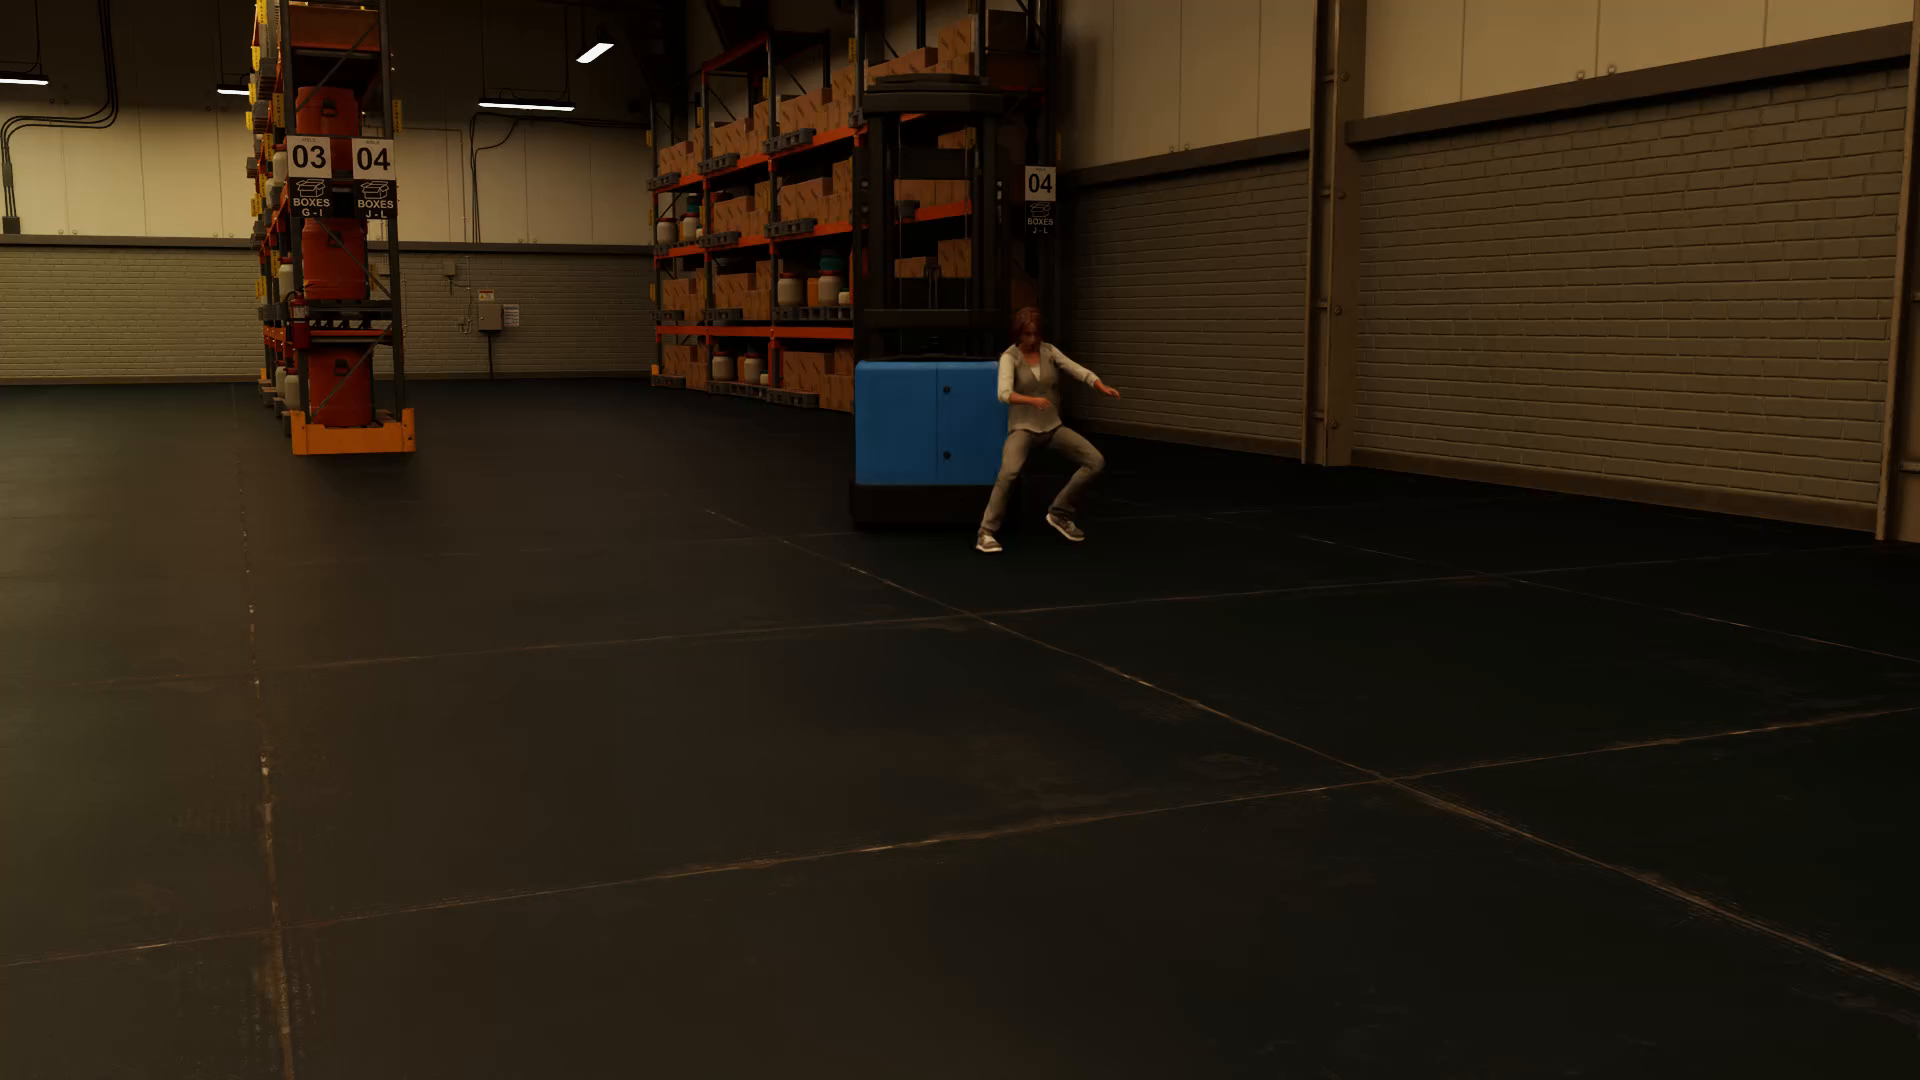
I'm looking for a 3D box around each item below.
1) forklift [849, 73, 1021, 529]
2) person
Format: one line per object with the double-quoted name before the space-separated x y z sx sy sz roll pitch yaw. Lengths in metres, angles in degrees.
"forklift" -0.205 -1.685 11.721 1.130 2.935 3.031 0 8 -2
"person" 0.479 -0.648 9.728 0.832 1.386 0.642 -2 8 -17
